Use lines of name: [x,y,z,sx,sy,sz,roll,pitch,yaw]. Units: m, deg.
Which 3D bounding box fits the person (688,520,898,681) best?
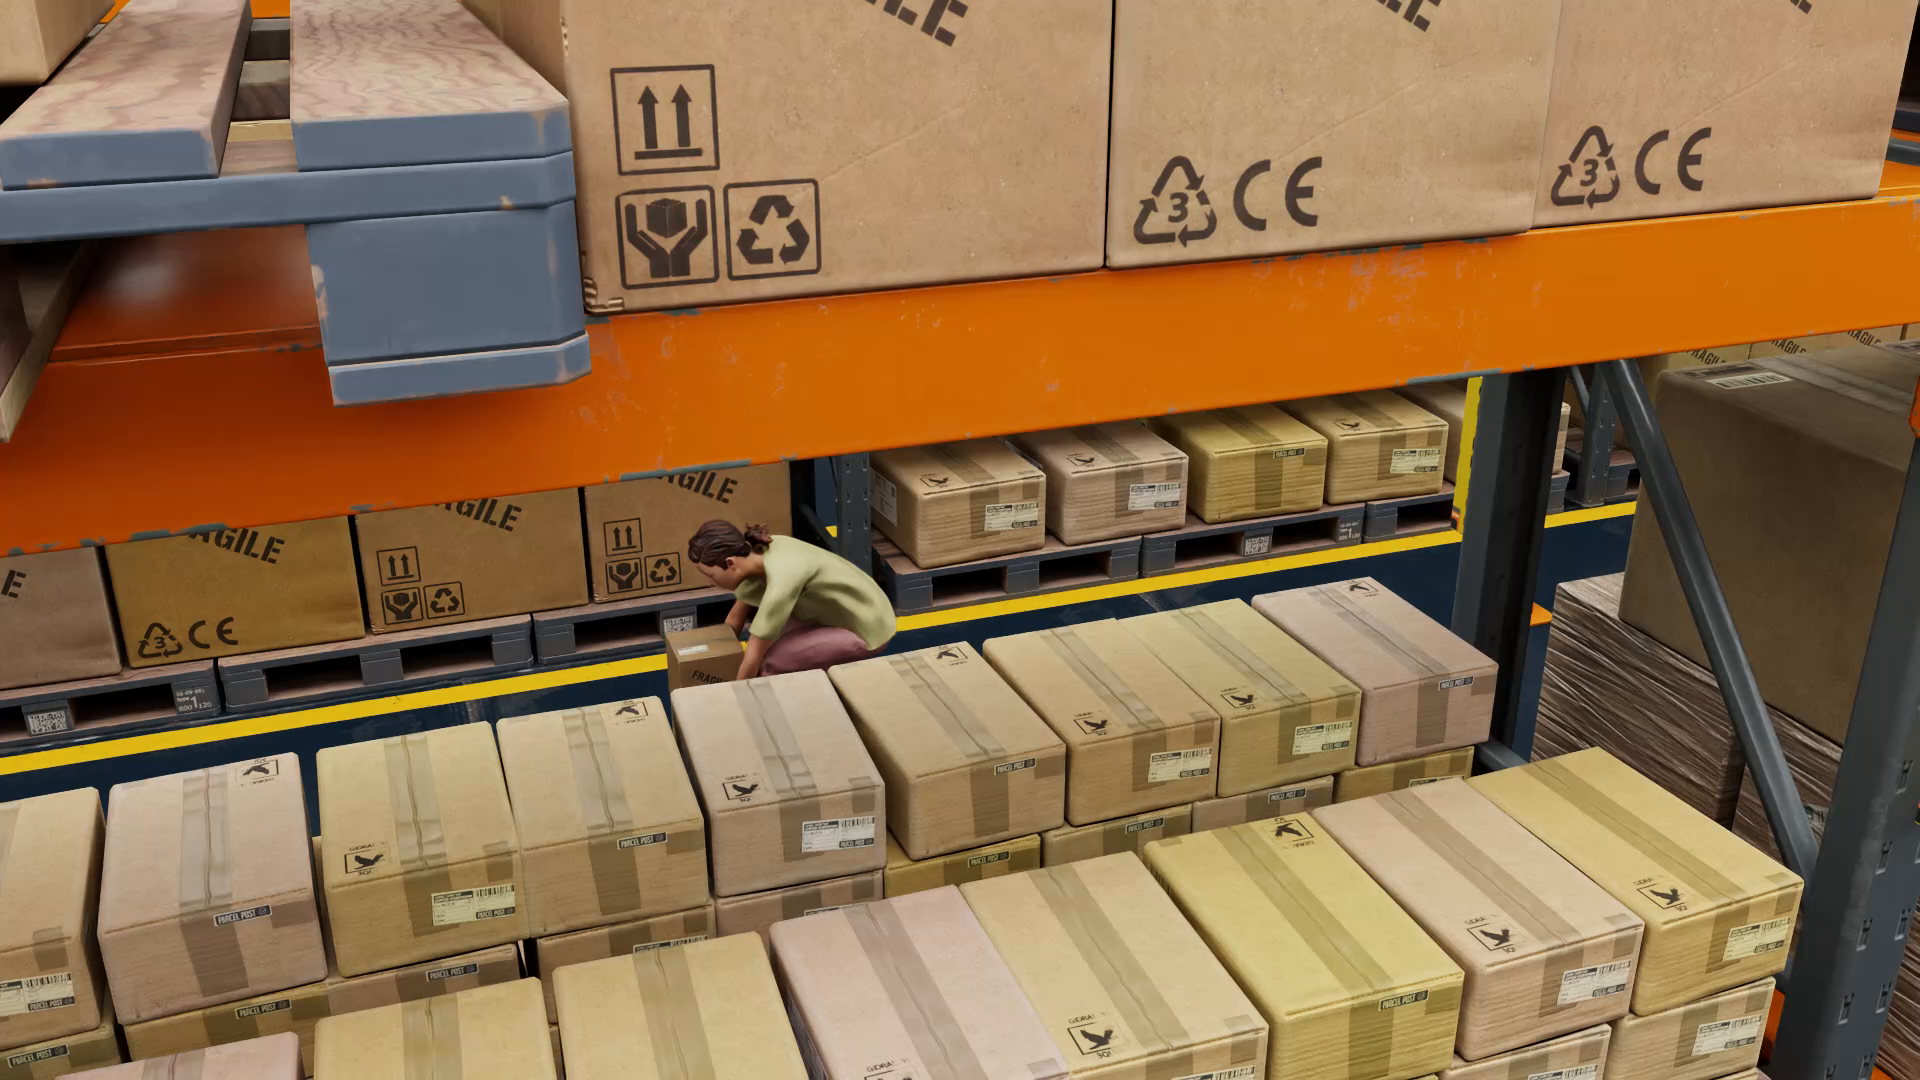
person: [-0.628,0.341,6.219,0.793,0.954,0.491,-4,23,-10]
